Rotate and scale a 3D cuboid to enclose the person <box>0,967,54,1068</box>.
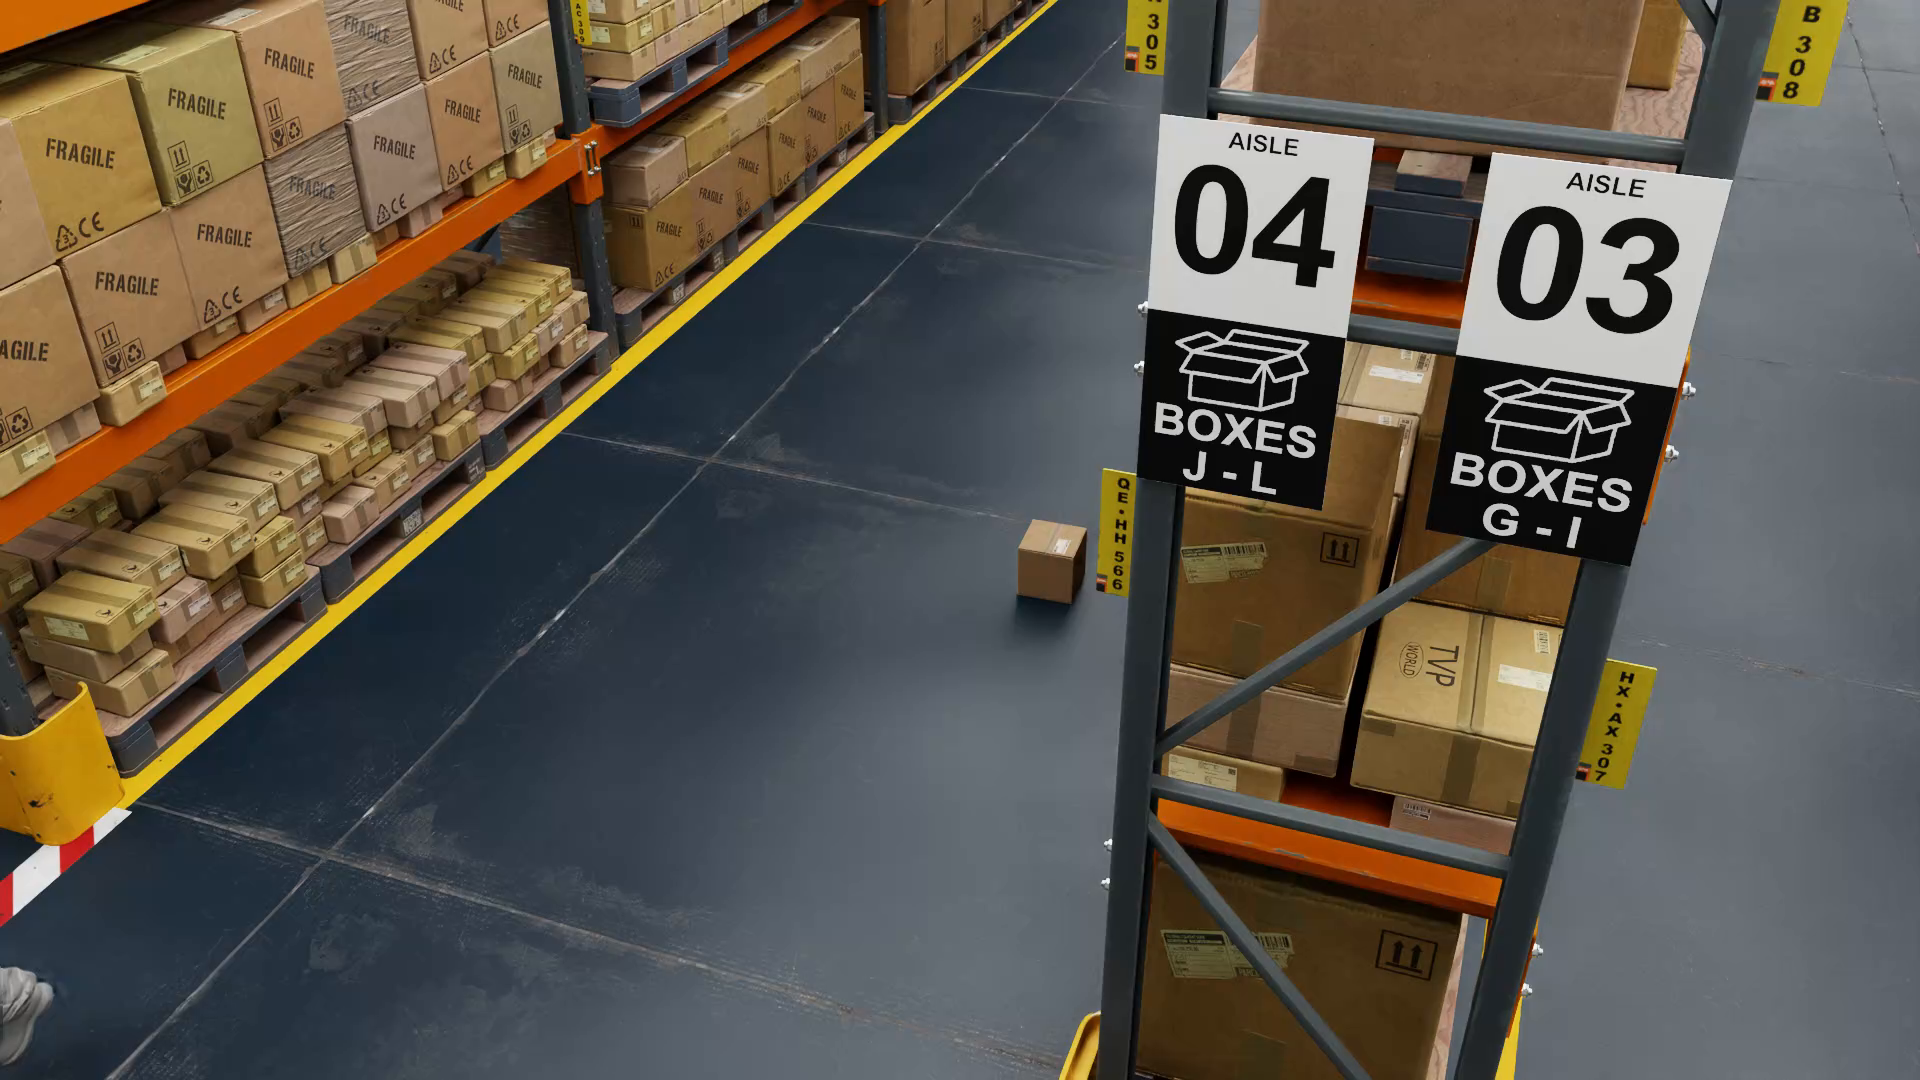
[{"bbox_3d":[-3.213,0.888,4.731,0.836,1.751,0.553,-11,35,-16],"label":"person"}]
